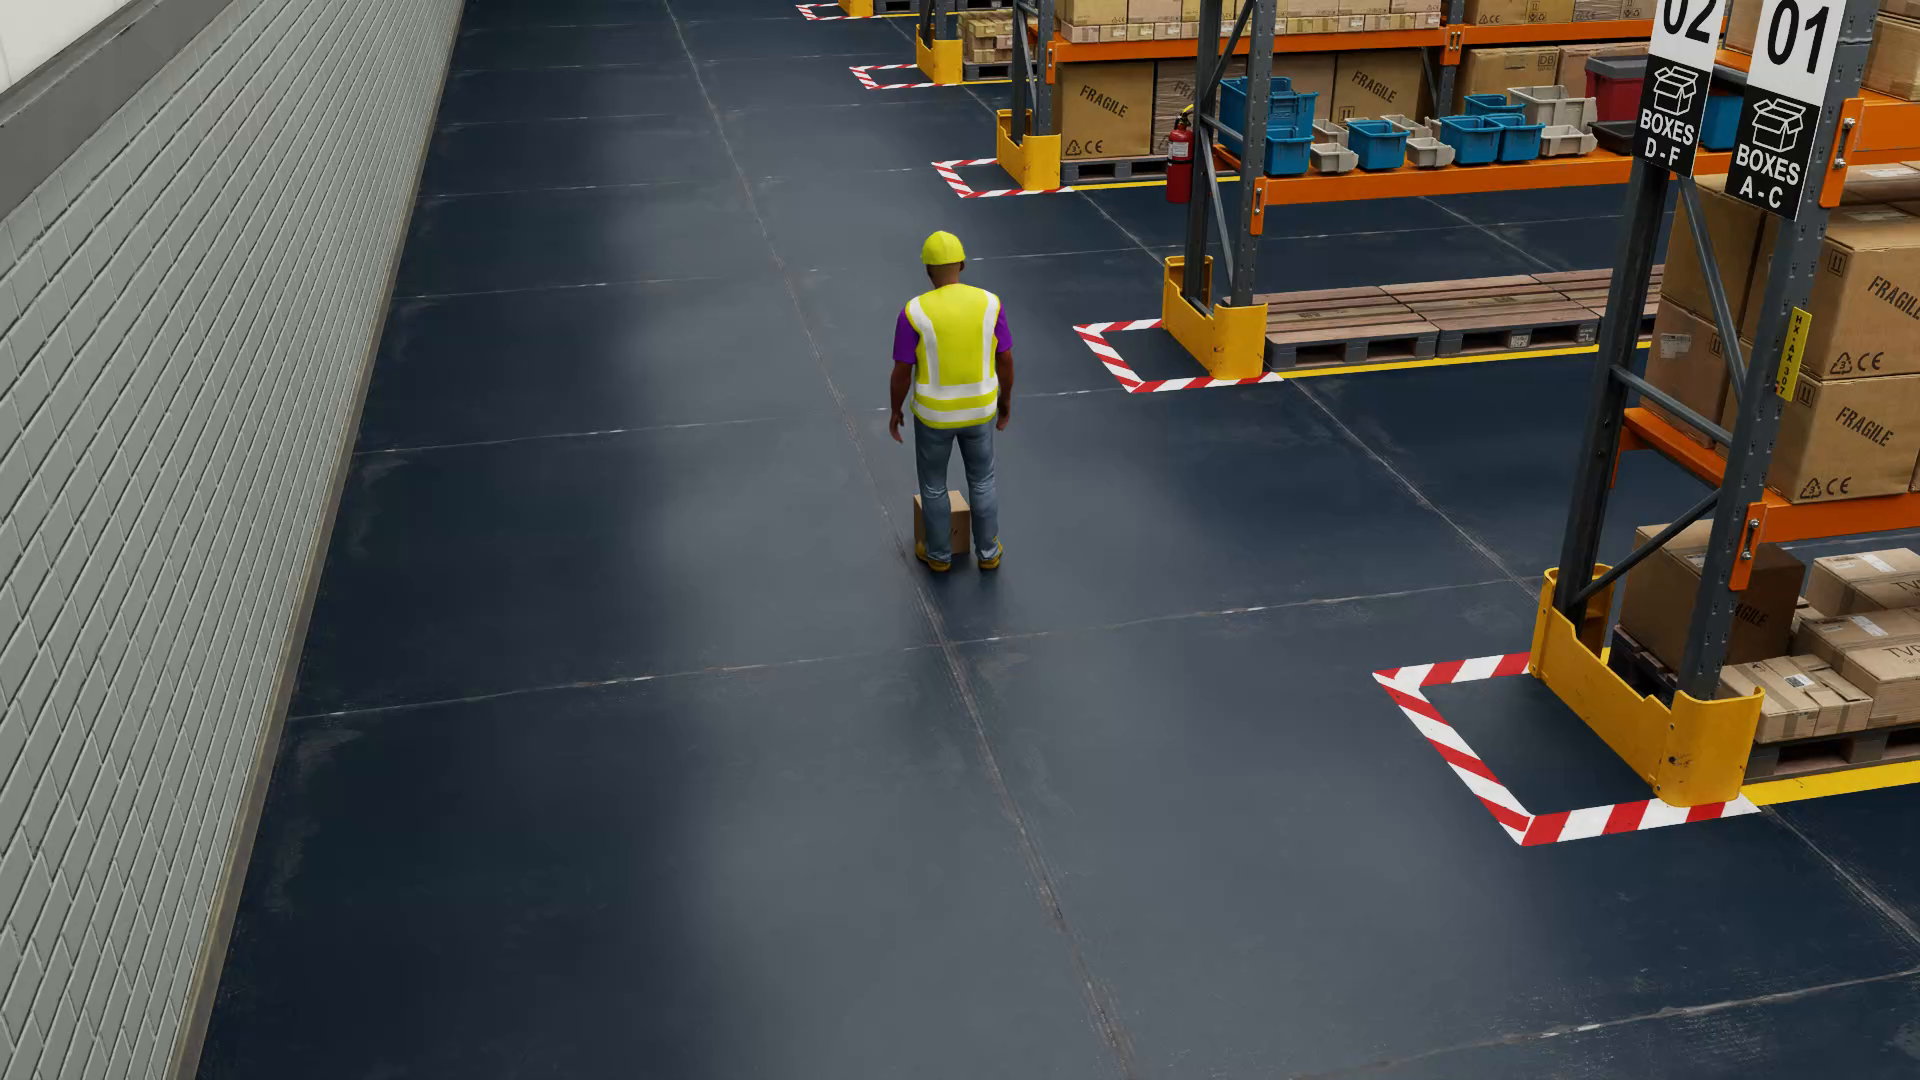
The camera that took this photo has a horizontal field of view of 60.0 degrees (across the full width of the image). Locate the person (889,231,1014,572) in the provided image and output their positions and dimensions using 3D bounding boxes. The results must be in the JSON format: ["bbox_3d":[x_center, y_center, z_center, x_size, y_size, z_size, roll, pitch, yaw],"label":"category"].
[{"bbox_3d":[-0.042,-0.664,8.292,0.638,1.761,0.457,-7,27,-13],"label":"person"}]
